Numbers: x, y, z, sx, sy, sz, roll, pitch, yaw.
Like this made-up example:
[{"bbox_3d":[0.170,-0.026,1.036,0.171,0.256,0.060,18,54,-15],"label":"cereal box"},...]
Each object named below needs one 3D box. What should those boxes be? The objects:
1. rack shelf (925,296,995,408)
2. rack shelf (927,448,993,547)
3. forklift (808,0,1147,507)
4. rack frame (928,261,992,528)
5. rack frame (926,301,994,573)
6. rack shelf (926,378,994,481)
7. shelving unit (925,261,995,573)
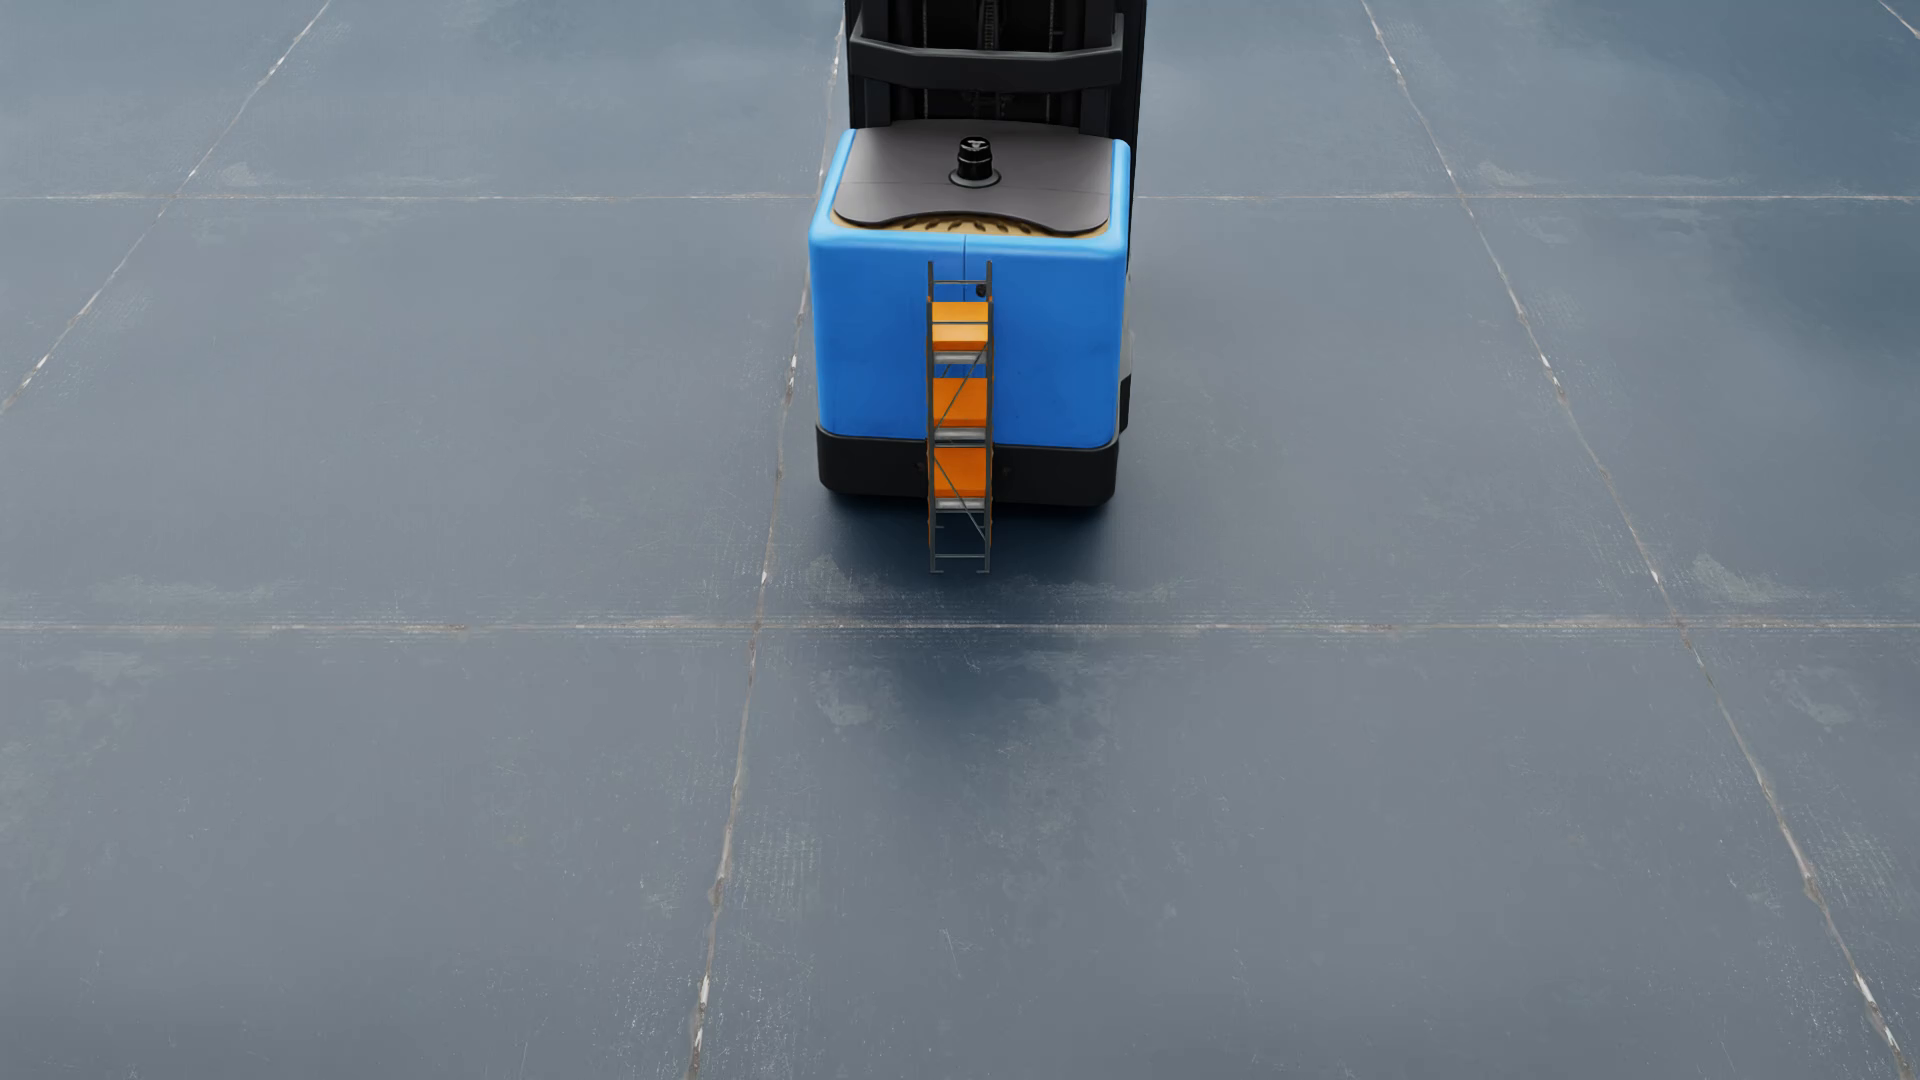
[{"bbox_3d":[0.000,-0.589,5.209,0.215,0.259,0.240,0,39,0],"label":"rack shelf"},{"bbox_3d":[0.000,-0.151,5.560,0.215,0.259,0.240,0,39,0],"label":"rack shelf"},{"bbox_3d":[0.151,-2.169,6.113,1.130,2.935,3.031,3,39,4],"label":"forklift"},{"bbox_3d":[0.000,-0.453,5.475,0.200,1.050,0.008,0,39,0],"label":"rack frame"},{"bbox_3d":[0.000,-0.300,5.285,0.200,1.050,0.008,0,39,0],"label":"rack frame"},{"bbox_3d":[0.000,-0.368,5.387,0.215,0.259,0.240,0,39,0],"label":"rack shelf"},{"bbox_3d":[0.000,-0.376,5.380,0.215,1.050,0.252,0,39,0],"label":"shelving unit"}]
